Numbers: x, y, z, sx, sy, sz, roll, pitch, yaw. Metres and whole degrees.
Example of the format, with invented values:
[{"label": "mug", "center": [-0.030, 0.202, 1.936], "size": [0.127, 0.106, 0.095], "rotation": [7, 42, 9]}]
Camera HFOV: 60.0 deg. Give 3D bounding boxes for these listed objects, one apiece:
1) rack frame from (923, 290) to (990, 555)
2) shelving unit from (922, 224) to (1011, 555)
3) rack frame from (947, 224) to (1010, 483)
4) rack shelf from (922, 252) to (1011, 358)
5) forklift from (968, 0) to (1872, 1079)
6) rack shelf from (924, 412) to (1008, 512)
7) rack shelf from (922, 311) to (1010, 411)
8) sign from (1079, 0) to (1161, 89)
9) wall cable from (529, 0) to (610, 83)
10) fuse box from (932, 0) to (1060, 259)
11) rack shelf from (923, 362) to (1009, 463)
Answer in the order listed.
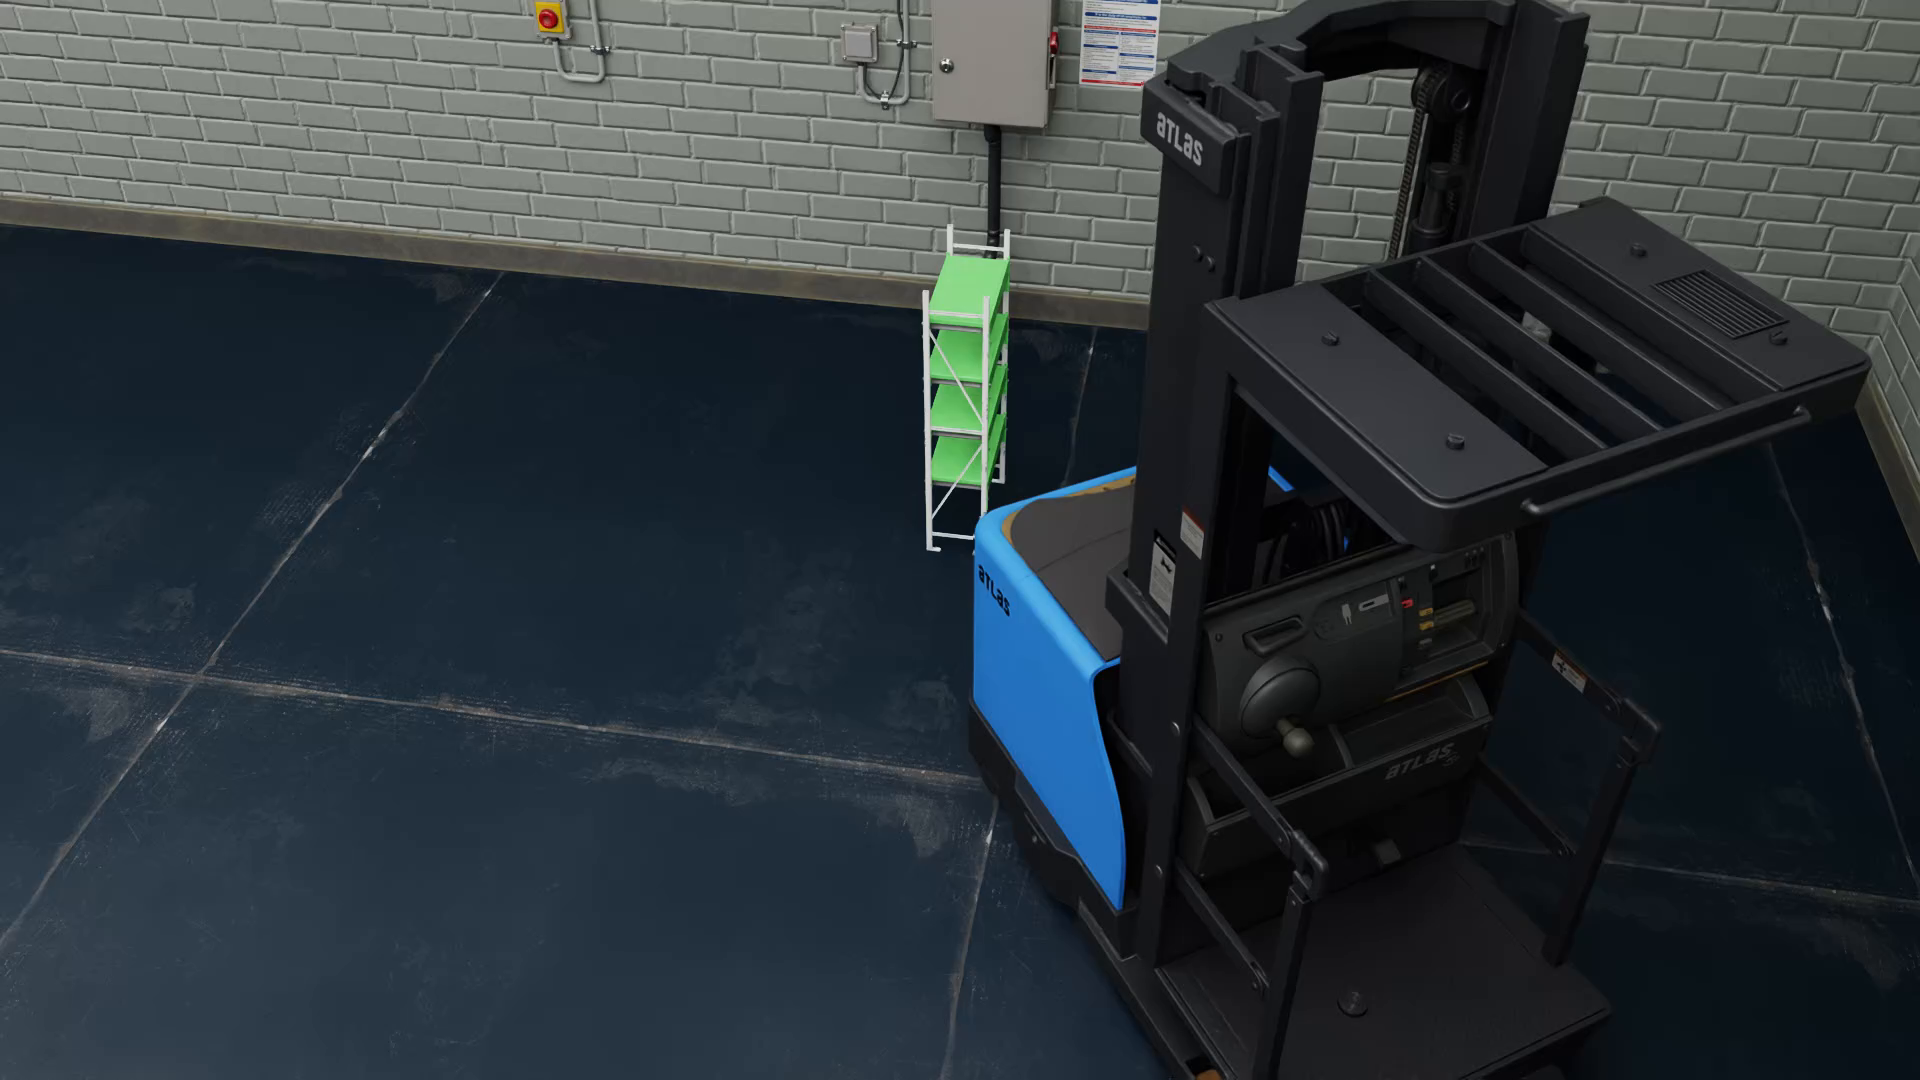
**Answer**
[{"label": "rack frame", "center": [-0.014, -0.413, 6.308], "size": [0.240, 1.200, 0.015], "rotation": [6, 40, 8]}, {"label": "shelving unit", "center": [0.029, -0.566, 6.493], "size": [0.258, 1.200, 0.503], "rotation": [6, 40, 8]}, {"label": "rack frame", "center": [0.071, -0.719, 6.679], "size": [0.240, 1.200, 0.015], "rotation": [6, 40, 8]}, {"label": "rack shelf", "center": [0.029, -0.887, 6.228], "size": [0.258, 0.148, 0.480], "rotation": [6, 40, 8]}, {"label": "forklift", "center": [1.124, 0.329, 4.052], "size": [1.130, 2.935, 3.031], "rotation": [-17, 43, -20]}, {"label": "rack shelf", "center": [0.029, -0.332, 6.687], "size": [0.258, 0.148, 0.480], "rotation": [6, 40, 8]}, {"label": "rack shelf", "center": [0.029, -0.702, 6.381], "size": [0.258, 0.148, 0.480], "rotation": [6, 40, 8]}, {"label": "sign", "center": [0.681, -2.164, 7.088], "size": [0.329, 0.494, 0.001], "rotation": [6, 40, 8]}, {"label": "wall cable", "center": [-1.885, -2.852, 7.024], "size": [0.585, 1.953, 0.123], "rotation": [6, 40, 8]}, {"label": "fuse box", "center": [0.159, -1.629, 7.377], "size": [0.539, 1.711, 0.414], "rotation": [6, 40, 8]}, {"label": "rack shelf", "center": [0.029, -0.517, 6.534], "size": [0.258, 0.148, 0.480], "rotation": [6, 40, 8]}]
